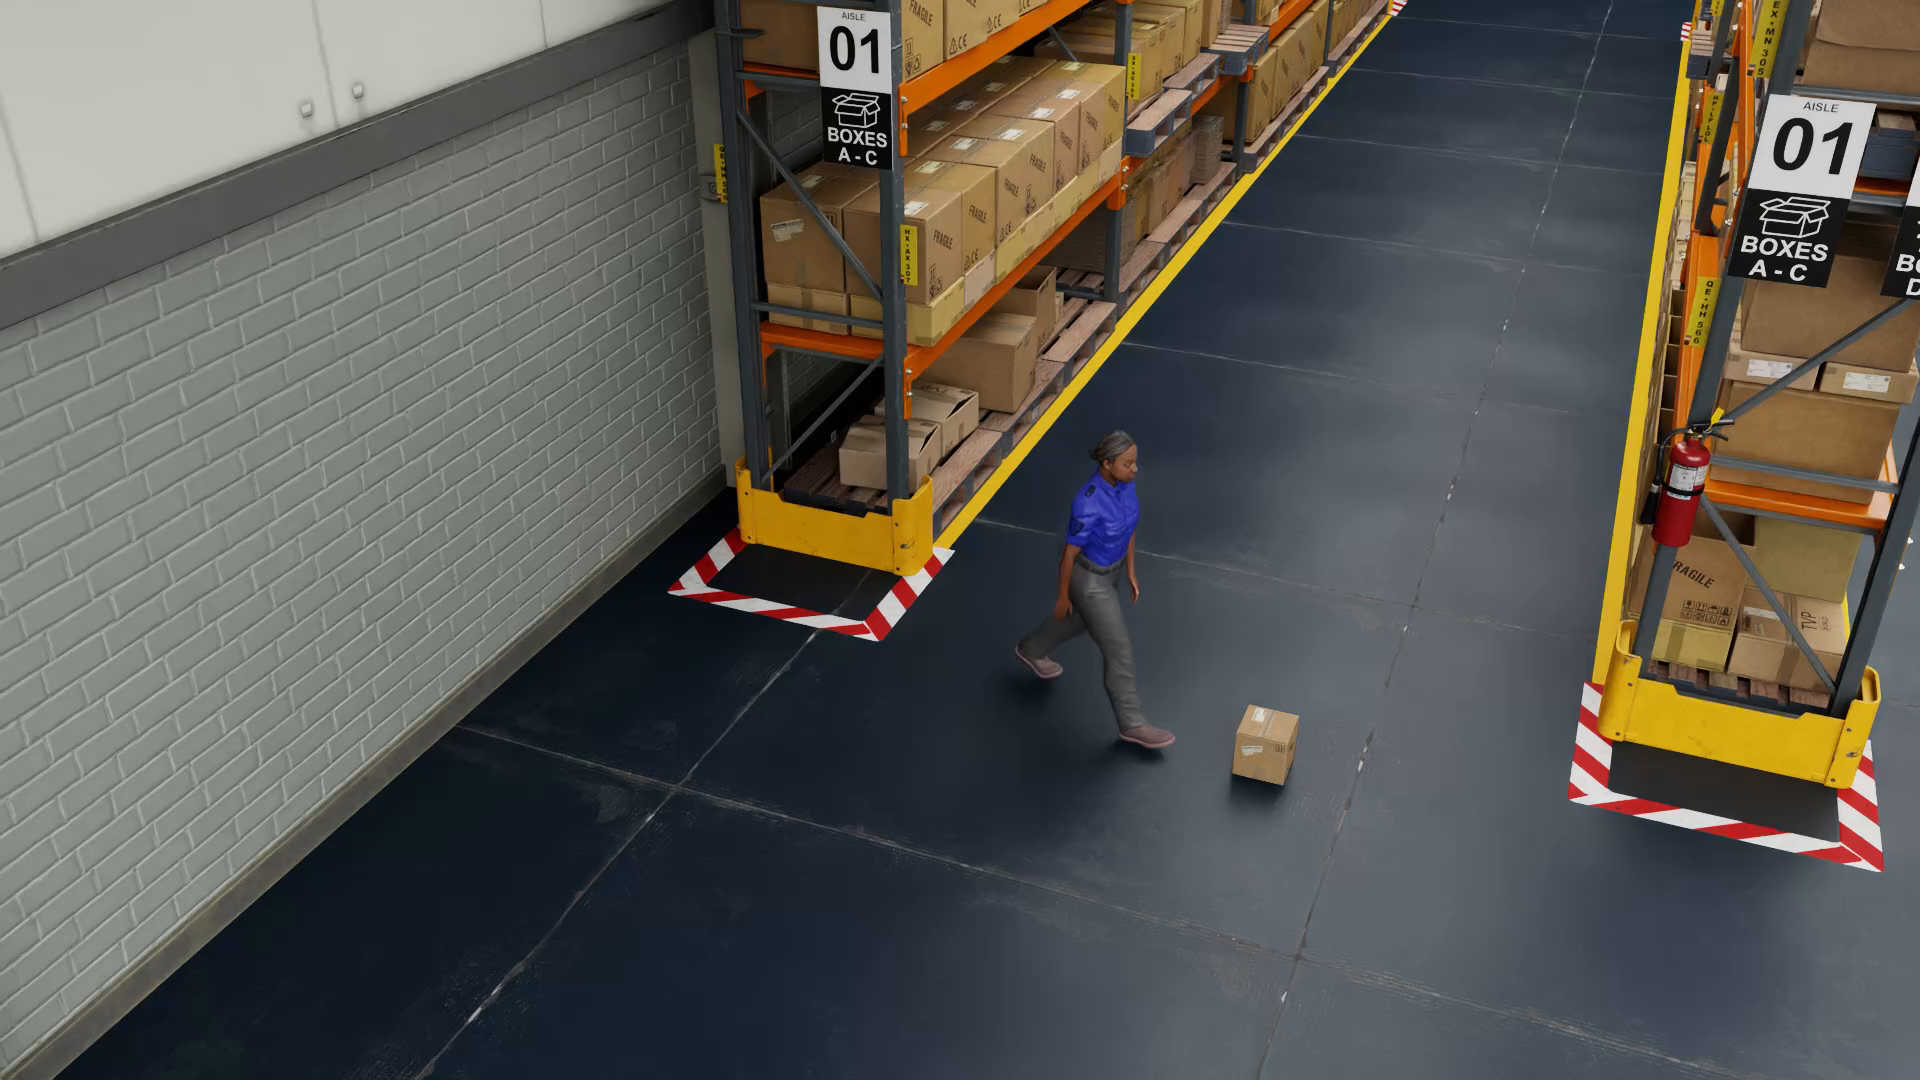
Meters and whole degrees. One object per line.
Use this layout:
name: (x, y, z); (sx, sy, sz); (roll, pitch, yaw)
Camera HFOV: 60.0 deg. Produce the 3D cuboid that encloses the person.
person: (0.659, 0.177, 8.098); (1.027, 1.605, 0.465); (16, 34, 26)
